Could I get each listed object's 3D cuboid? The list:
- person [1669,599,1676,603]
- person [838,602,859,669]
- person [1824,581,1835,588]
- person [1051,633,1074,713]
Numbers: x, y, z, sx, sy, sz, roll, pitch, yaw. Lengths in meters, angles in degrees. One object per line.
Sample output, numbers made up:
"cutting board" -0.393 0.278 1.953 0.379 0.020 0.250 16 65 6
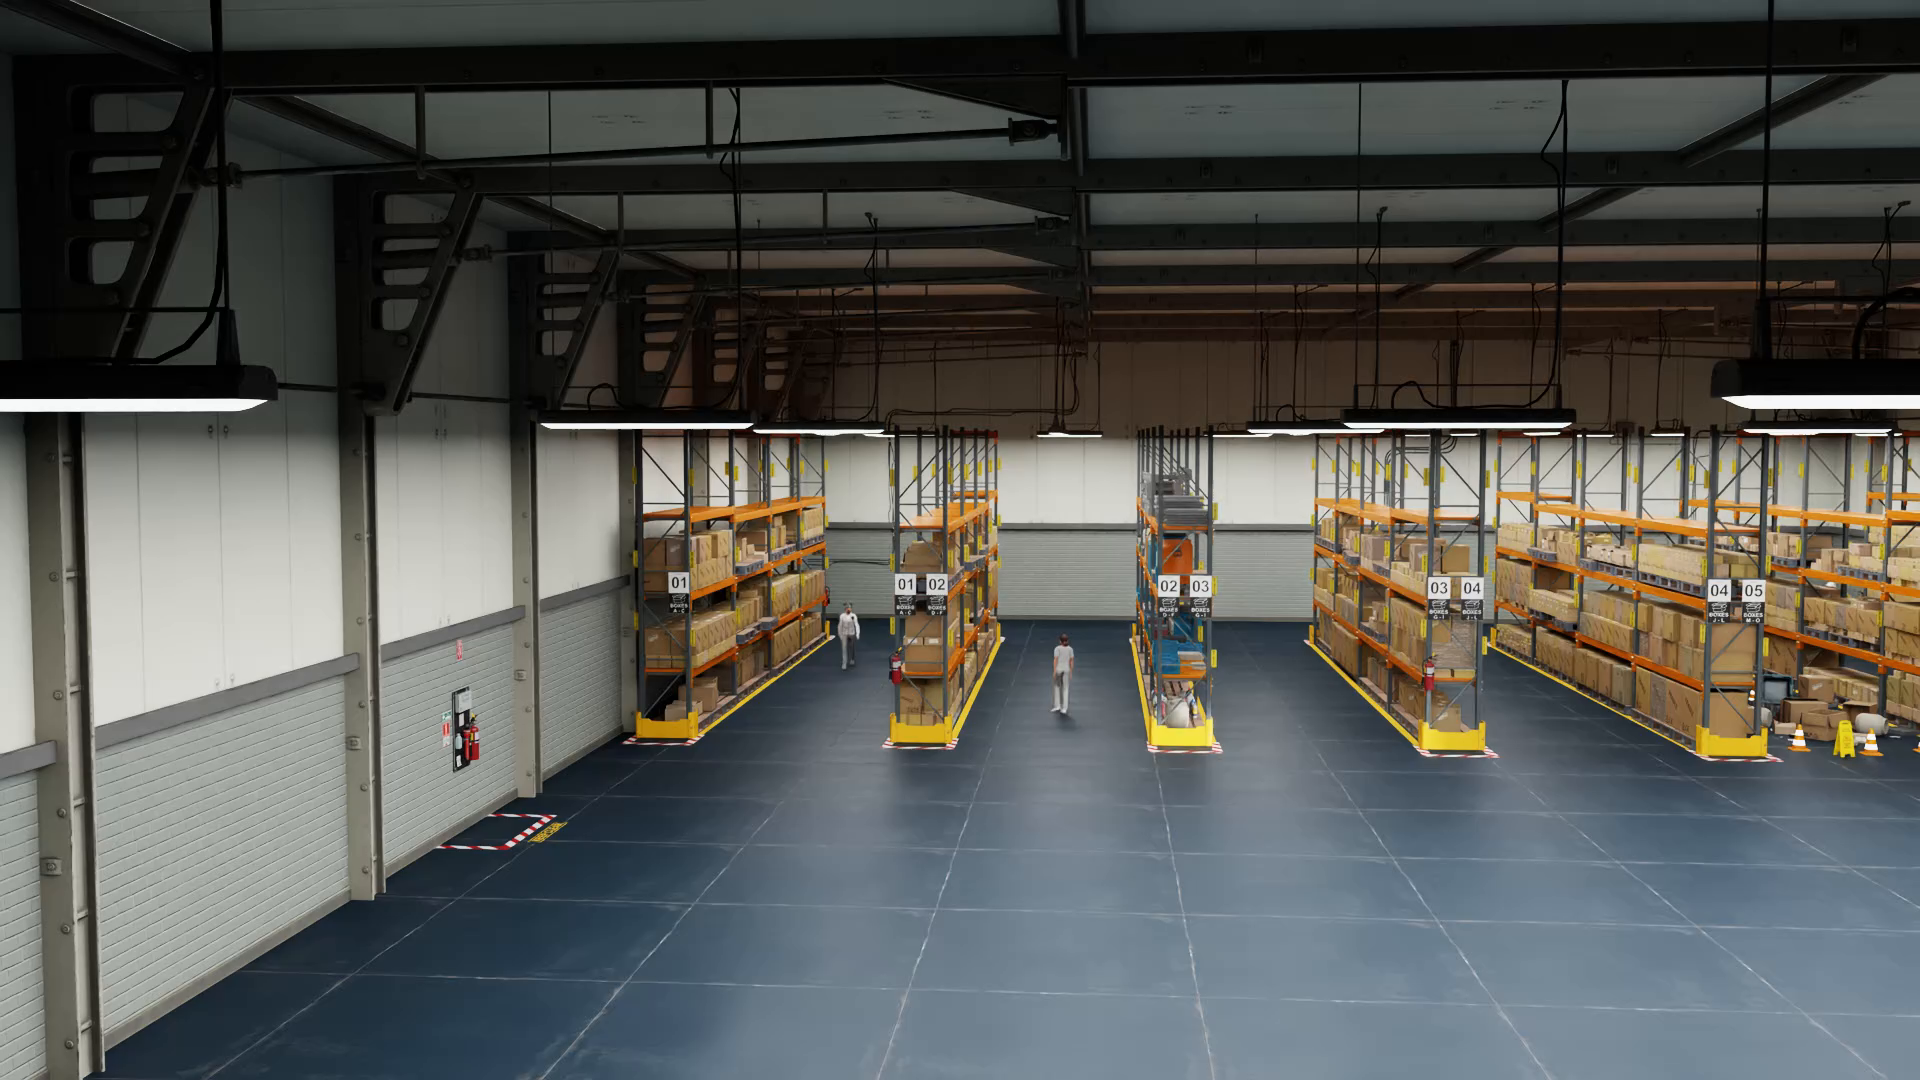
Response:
"person" 20.888 2.005 48.379 0.946 1.598 0.484 -1 4 -14
"person" -2.800 2.374 41.774 0.565 1.628 1.034 0 3 3
"person" 24.482 2.036 46.722 0.870 1.749 0.529 1 3 11
"person" 2.170 2.816 34.911 0.459 1.708 0.606 0 3 -6
